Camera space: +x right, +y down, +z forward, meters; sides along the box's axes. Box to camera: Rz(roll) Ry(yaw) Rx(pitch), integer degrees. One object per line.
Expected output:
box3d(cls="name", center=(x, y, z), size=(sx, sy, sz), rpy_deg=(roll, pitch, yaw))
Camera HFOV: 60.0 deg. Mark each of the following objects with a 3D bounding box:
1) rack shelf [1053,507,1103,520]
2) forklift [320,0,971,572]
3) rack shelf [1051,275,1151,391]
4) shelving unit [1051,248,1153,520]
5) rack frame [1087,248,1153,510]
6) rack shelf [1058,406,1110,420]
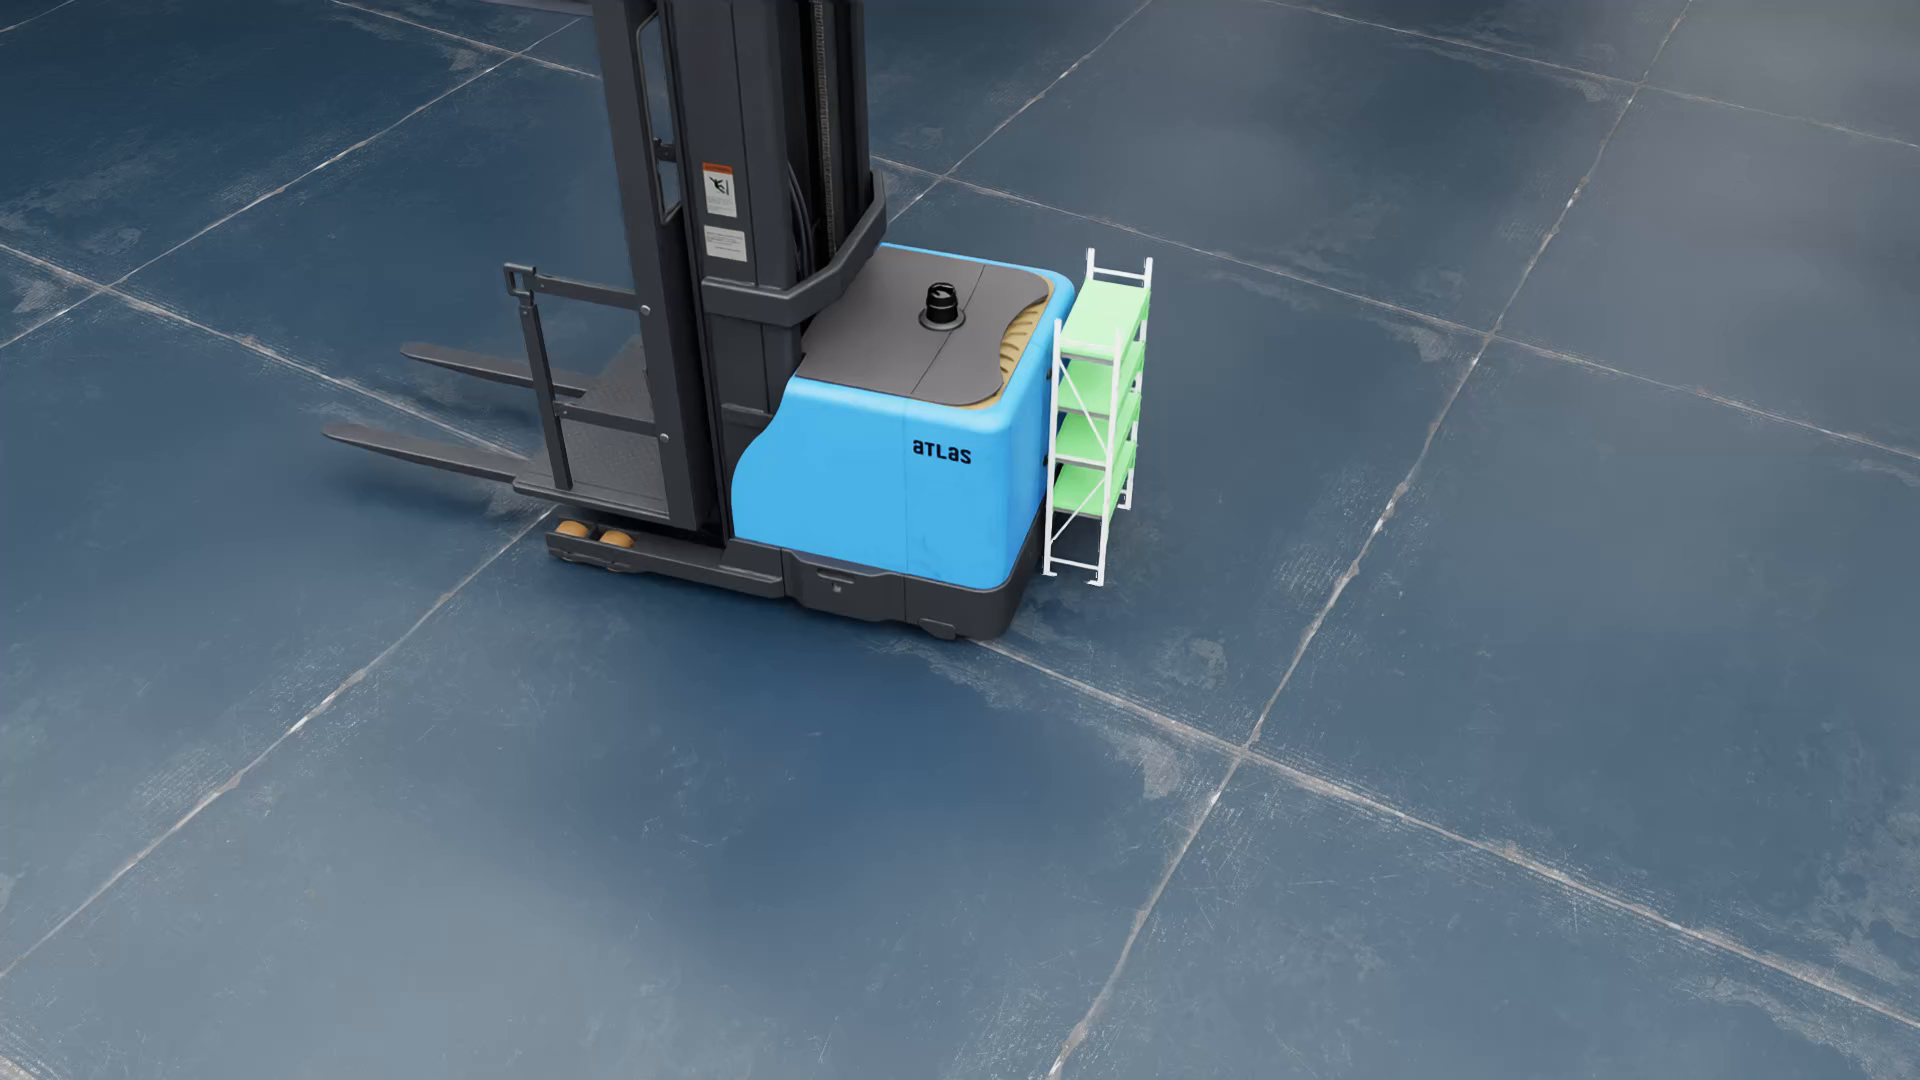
box3d(cls="rack shelf", center=(0.520, -0.243, 6.534), size=(0.199, 0.029, 0.442), rpy_deg=(12, 43, 13))
box3d(cls="forklift", center=(-1.127, -1.295, 6.002), size=(3.031, 2.935, 1.121), rpy_deg=(12, 43, 13))
box3d(cls="rack shelf", center=(0.520, -0.761, 6.077), size=(0.258, 0.148, 0.480), rpy_deg=(12, 43, 13))
box3d(cls="shelving unit", center=(0.521, -0.453, 6.356), size=(0.258, 1.200, 0.492), rpy_deg=(12, 43, 13))
box3d(cls="rack frame", center=(0.592, -0.603, 6.527), size=(0.240, 1.200, 0.015), rpy_deg=(12, 43, 13))
box3d(cls="rack shelf", center=(0.520, -0.603, 6.217), size=(0.199, 0.029, 0.442), rpy_deg=(12, 43, 13))
